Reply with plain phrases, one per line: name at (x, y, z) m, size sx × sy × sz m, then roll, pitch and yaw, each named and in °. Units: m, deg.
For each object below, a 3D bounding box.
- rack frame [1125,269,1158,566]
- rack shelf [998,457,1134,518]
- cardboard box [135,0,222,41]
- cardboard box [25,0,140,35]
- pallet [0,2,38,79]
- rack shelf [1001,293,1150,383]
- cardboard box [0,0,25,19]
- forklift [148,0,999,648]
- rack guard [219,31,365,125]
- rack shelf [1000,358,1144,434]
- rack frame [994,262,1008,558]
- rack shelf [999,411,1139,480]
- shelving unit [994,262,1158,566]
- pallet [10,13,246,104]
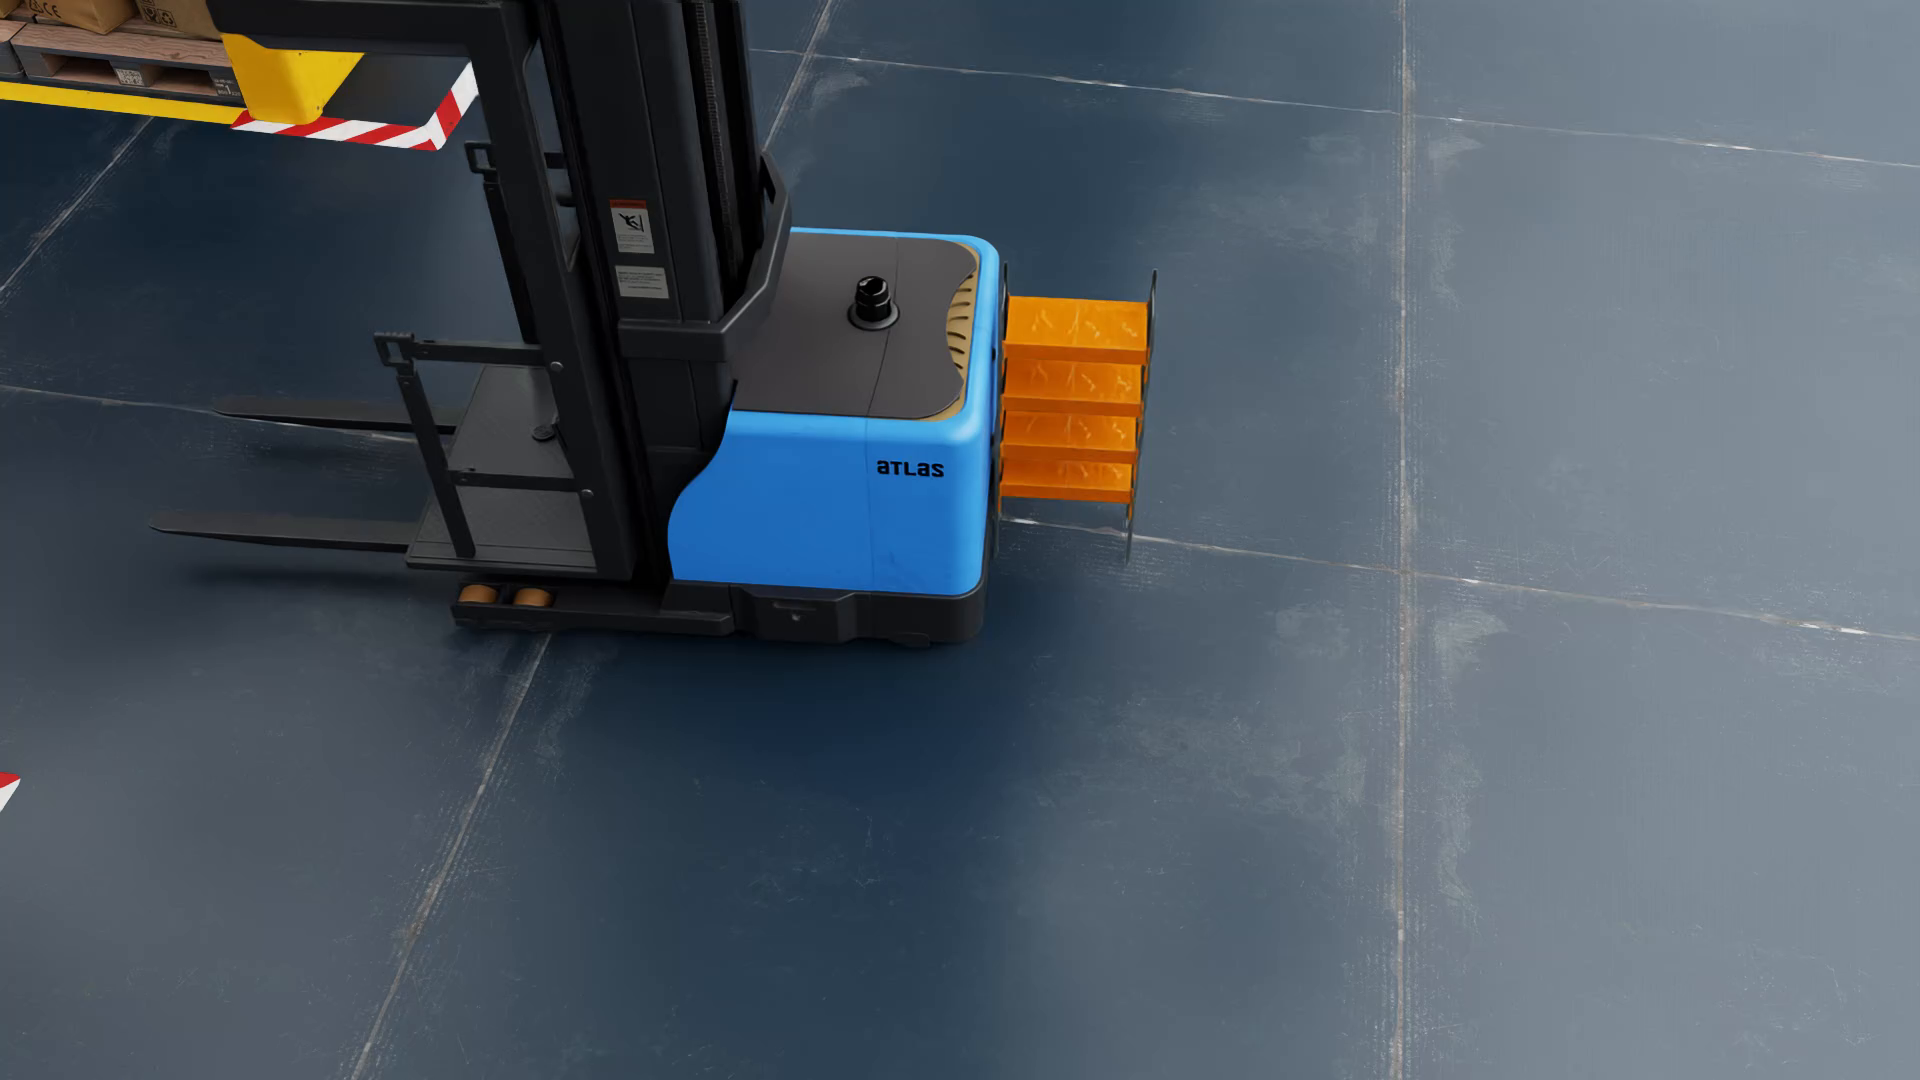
rack frame at (0.628, -0.395, 5.799) m, size 0.015 × 1.200 × 0.240 m, roll 3°, pitch 48°, yaw 3°
rack shelf at (0.385, -0.232, 6.009) m, size 0.480 × 0.148 × 0.258 m, roll 3°, pitch 48°, yaw 3°
cardboard box at (-3.741, -2.845, 8.188) m, size 0.500 × 0.500 × 0.500 m, roll 16°, pitch 50°, yaw 14°
cardboard box at (-4.335, -2.899, 8.236) m, size 0.500 × 0.500 × 0.500 m, roll 19°, pitch 51°, yaw 17°
pallet at (-5.195, -2.820, 8.642) m, size 1.213 × 0.211 × 1.003 m, roll 8°, pitch 49°, yaw 7°
rack shelf at (0.385, -0.672, 5.519) m, size 0.480 × 0.148 × 0.258 m, roll 3°, pitch 48°, yaw 3°
cardboard box at (-4.948, -2.996, 8.323) m, size 0.500 × 0.500 × 0.500 m, roll 12°, pitch 49°, yaw 10°
forklift at (-1.395, -1.041, 5.215) m, size 3.031 × 2.935 × 1.130 m, roll 3°, pitch 48°, yaw 3°
rack guard at (-3.204, -2.620, 8.268) m, size 0.348 × 0.500 × 1.175 m, roll 8°, pitch 49°, yaw 7°
rack shelf at (0.385, -0.514, 5.695) m, size 0.480 × 0.148 × 0.258 m, roll 3°, pitch 48°, yaw 3°
rack frame at (0.142, -0.423, 5.824) m, size 0.015 × 1.200 × 0.240 m, roll 3°, pitch 48°, yaw 3°
rack shelf at (0.385, -0.364, 5.861) m, size 0.480 × 0.148 × 0.258 m, roll 3°, pitch 48°, yaw 3°
shelving unit at (0.385, -0.409, 5.811) m, size 0.503 × 1.200 × 0.258 m, roll 3°, pitch 48°, yaw 3°
pallet at (-3.998, -2.656, 8.495) m, size 1.213 × 0.211 × 1.003 m, roll 8°, pitch 49°, yaw 7°
